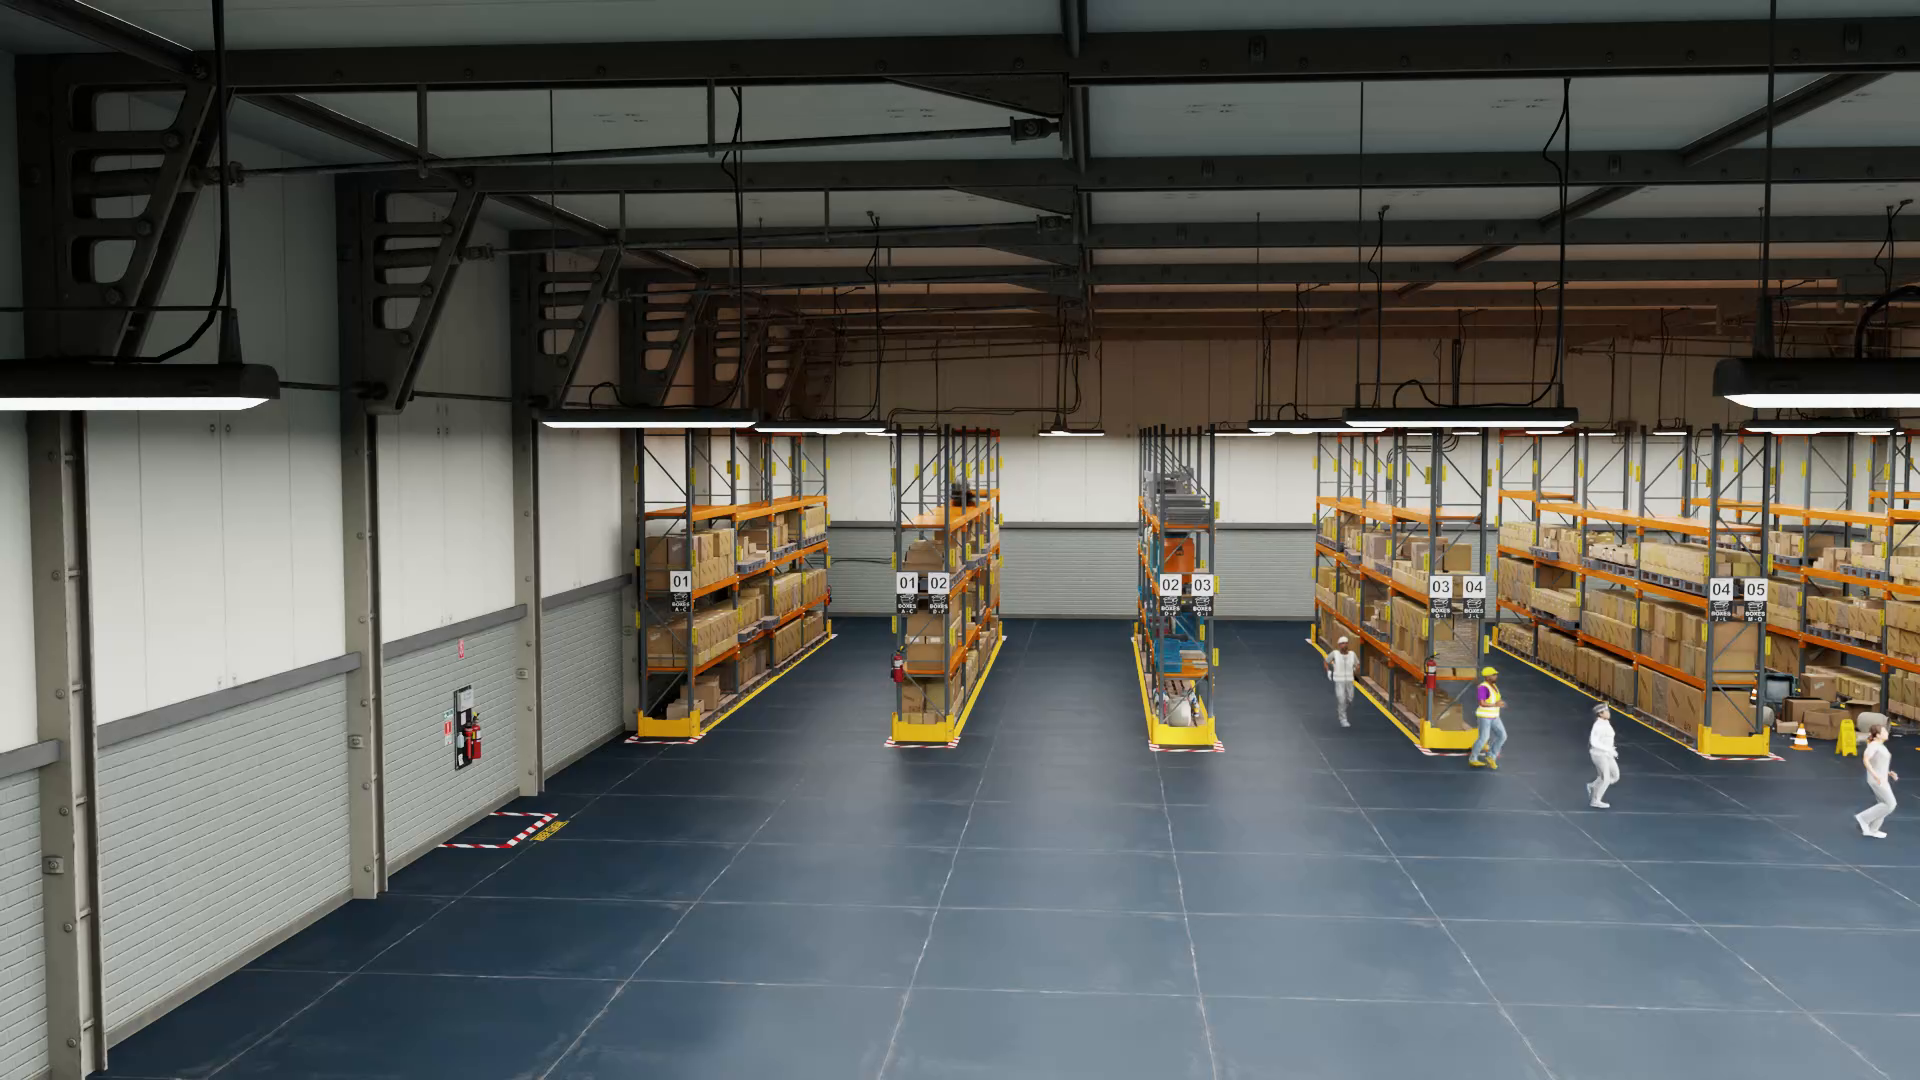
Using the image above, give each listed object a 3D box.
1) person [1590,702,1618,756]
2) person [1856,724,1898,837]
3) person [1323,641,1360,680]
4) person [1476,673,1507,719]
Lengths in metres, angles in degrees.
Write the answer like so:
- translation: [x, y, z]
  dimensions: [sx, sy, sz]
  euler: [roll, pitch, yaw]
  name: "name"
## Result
- translation: [9.993, 2.920, 25.698]
  dimensions: [0.452, 0.836, 0.592]
  euler: [3, 4, 38]
  name: "person"
- translation: [13.176, 3.452, 23.871]
  dimensions: [0.512, 1.633, 0.569]
  euler: [3, 4, 38]
  name: "person"
- translation: [7.653, 2.383, 33.111]
  dimensions: [0.696, 0.824, 0.586]
  euler: [0, 3, -5]
  name: "person"
- translation: [9.203, 2.664, 28.804]
  dimensions: [0.717, 0.854, 0.674]
  euler: [-3, 5, -42]
  name: "person"
